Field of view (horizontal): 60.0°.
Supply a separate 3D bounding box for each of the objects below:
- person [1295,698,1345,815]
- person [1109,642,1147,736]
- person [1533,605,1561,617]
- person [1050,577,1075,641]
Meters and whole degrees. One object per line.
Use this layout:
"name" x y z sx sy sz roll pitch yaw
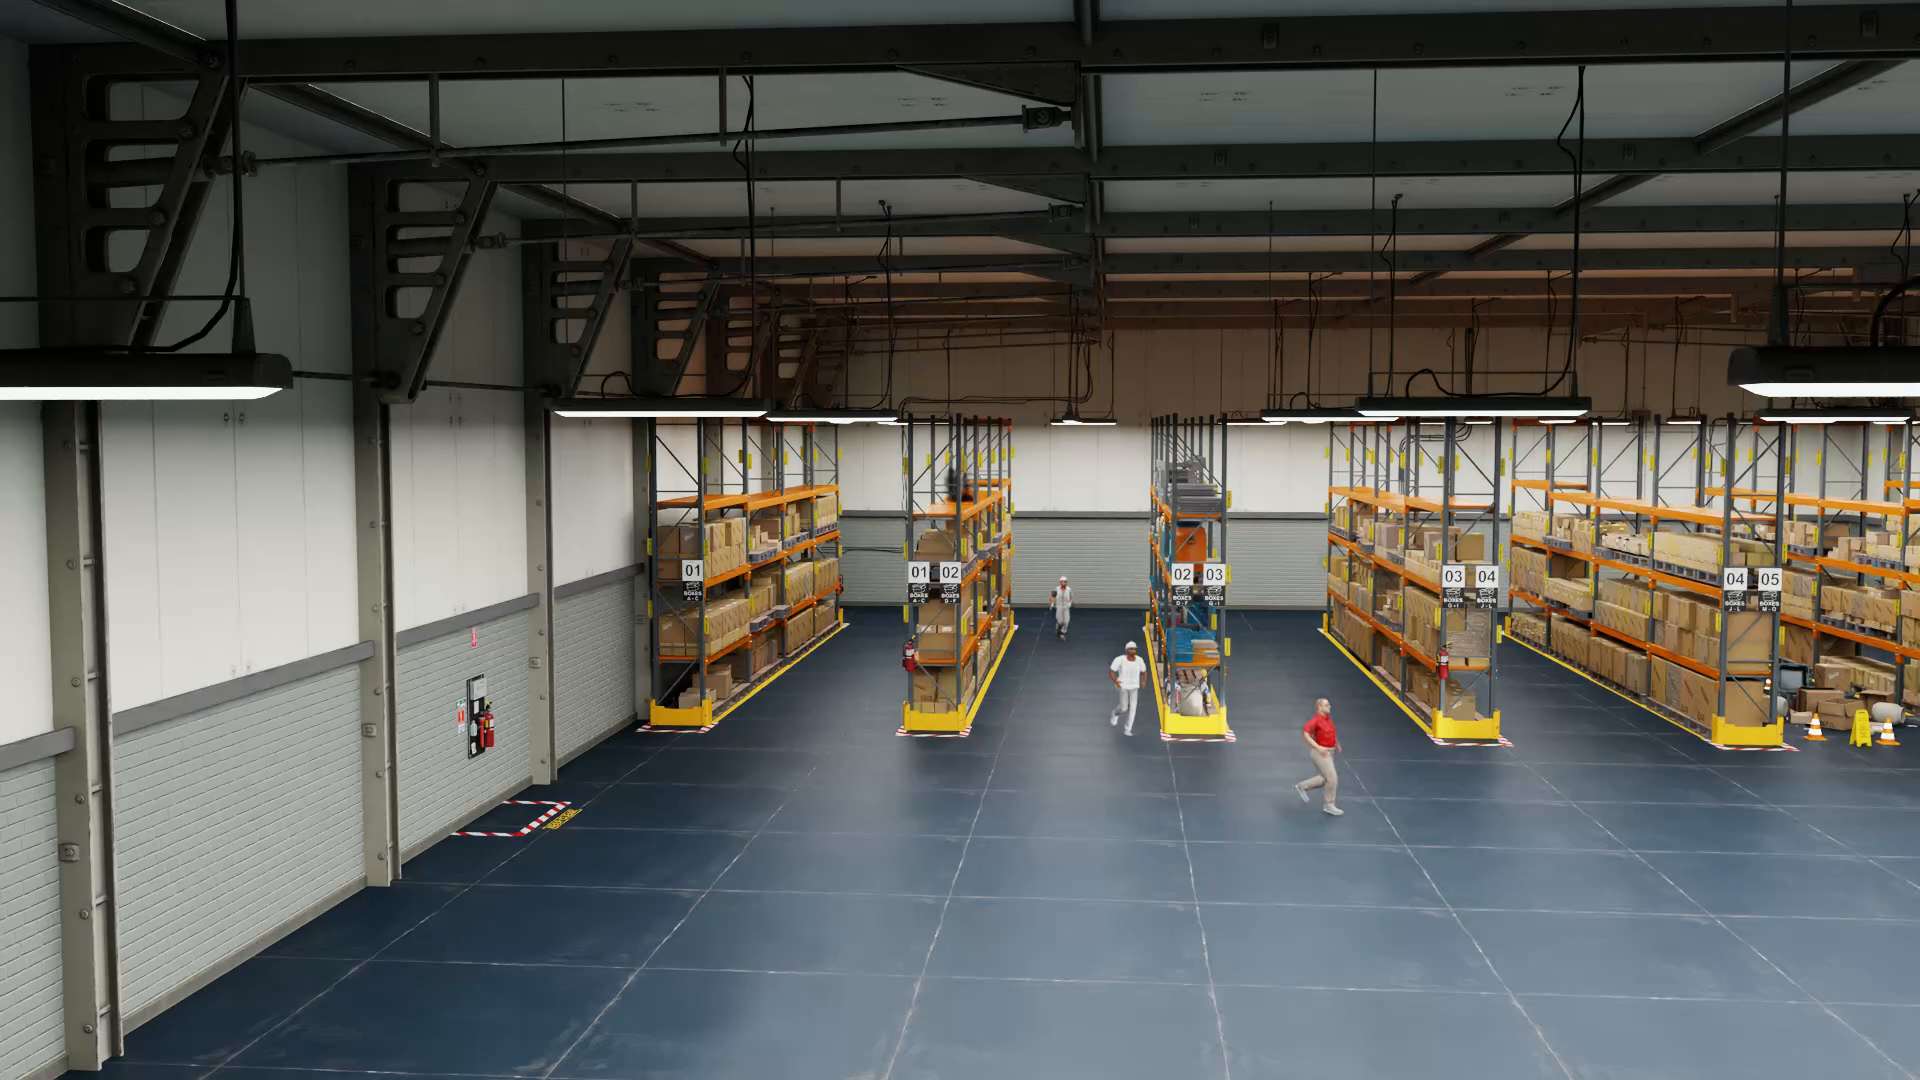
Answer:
"person" 5.358 3.205 24.793 0.810 1.711 0.676 2 5 32
"person" 3.169 2.782 31.254 0.741 1.765 0.679 -1 4 -15
"person" 16.614 1.794 47.222 0.879 1.566 0.523 0 4 2
"person" 2.753 1.851 44.646 0.662 1.736 0.627 0 4 -4
